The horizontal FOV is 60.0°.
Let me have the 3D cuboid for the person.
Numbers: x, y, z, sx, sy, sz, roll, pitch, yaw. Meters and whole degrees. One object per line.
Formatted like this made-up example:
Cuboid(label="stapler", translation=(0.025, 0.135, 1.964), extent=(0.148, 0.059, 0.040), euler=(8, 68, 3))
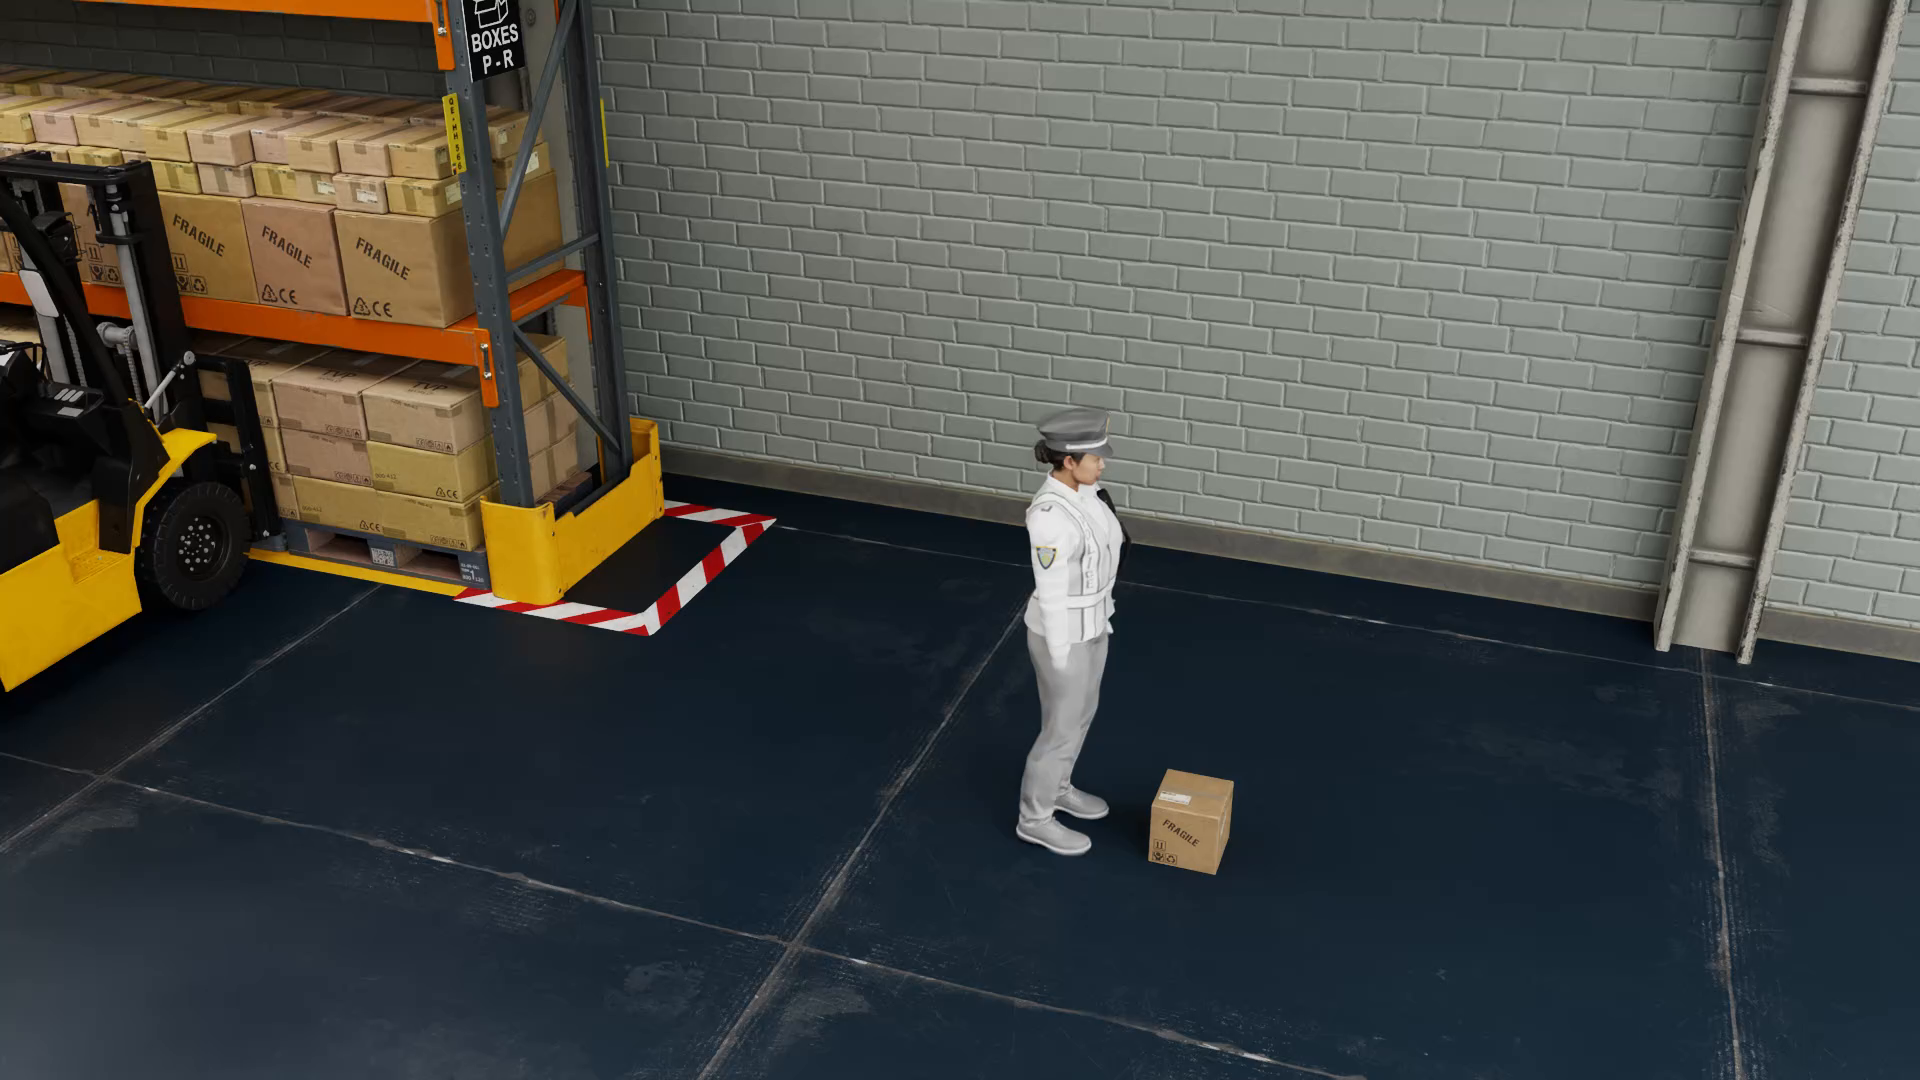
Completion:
Cuboid(label="person", translation=(0.405, 0.328, 5.942), extent=(0.329, 1.665, 0.451), euler=(9, 27, 19))
